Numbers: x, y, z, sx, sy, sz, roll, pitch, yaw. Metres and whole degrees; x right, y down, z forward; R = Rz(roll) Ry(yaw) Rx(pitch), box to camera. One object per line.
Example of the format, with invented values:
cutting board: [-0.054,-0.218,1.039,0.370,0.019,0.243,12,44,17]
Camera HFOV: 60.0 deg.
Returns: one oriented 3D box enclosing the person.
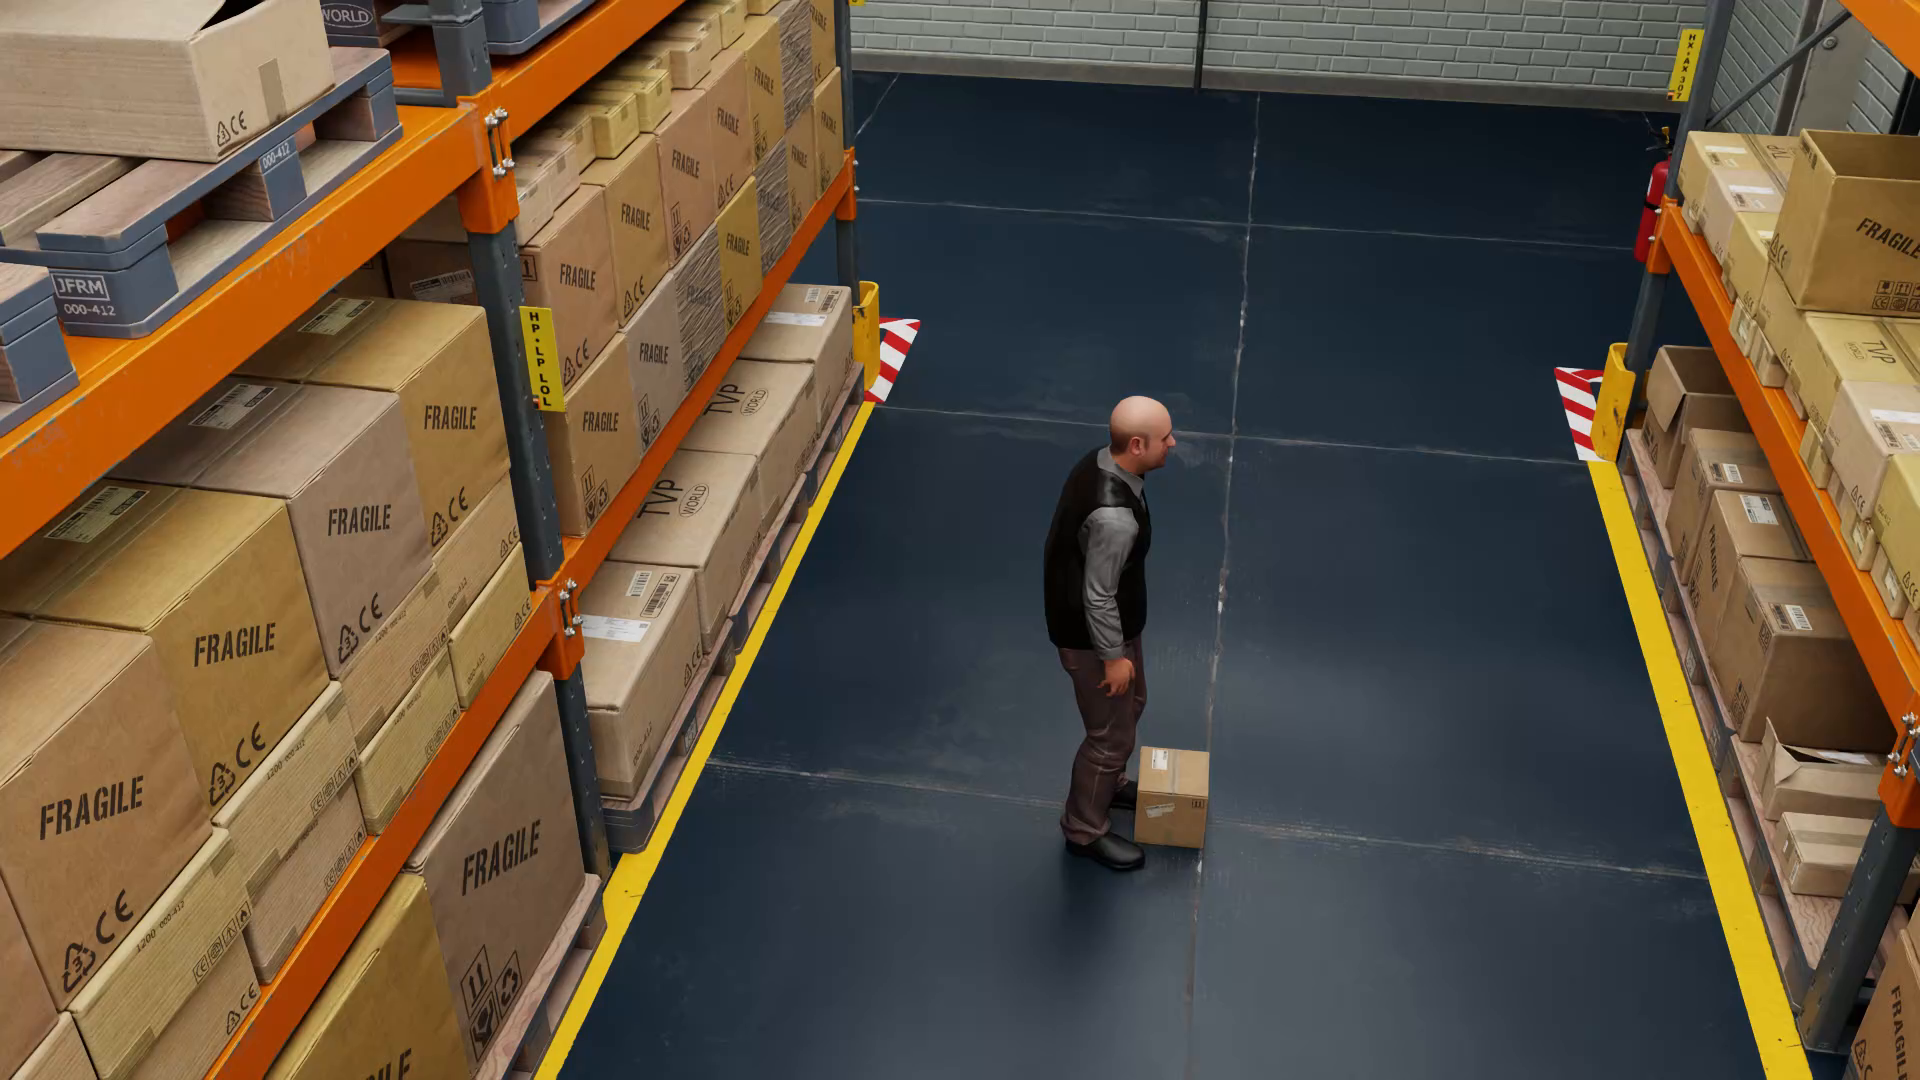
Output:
person: [0.517,0.292,5.697,0.475,1.720,0.587,3,32,5]
